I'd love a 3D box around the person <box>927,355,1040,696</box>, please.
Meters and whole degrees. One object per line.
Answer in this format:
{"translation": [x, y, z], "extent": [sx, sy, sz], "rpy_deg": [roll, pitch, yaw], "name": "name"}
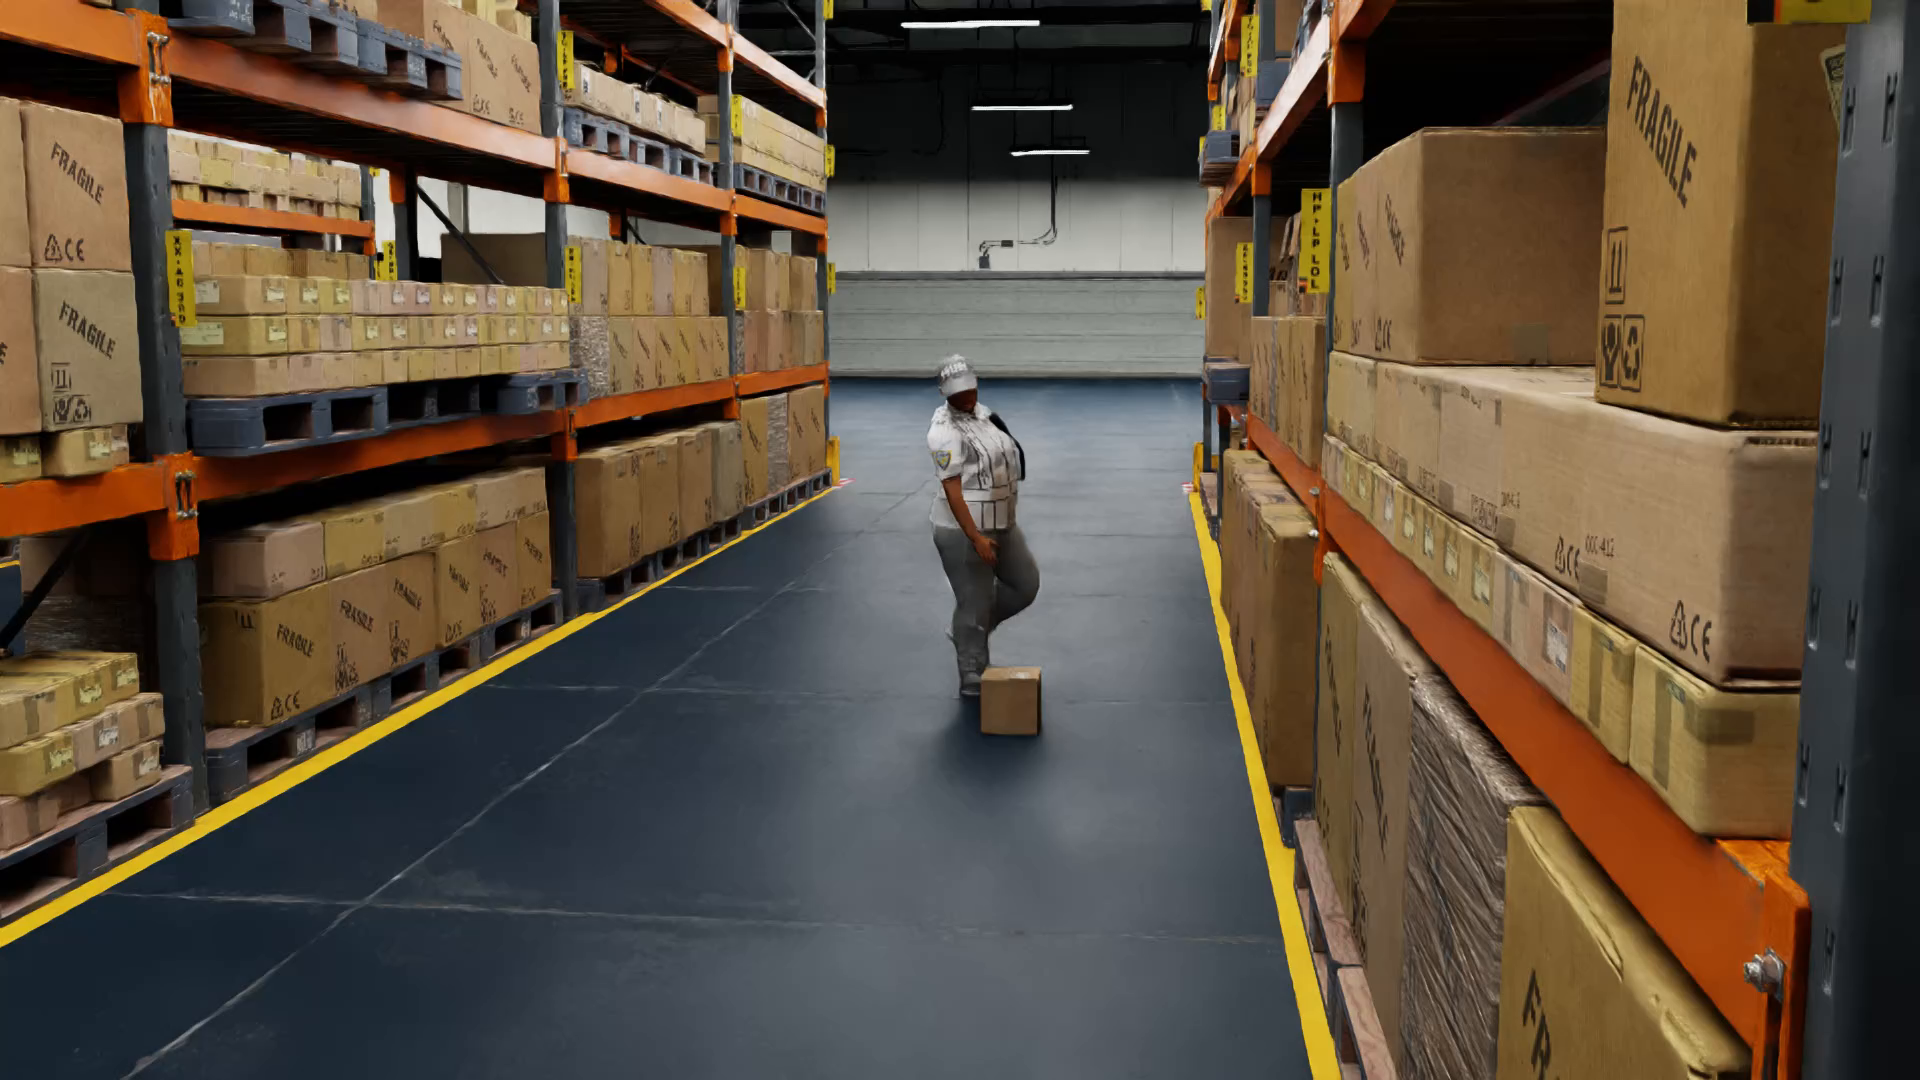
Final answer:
{"translation": [0.084, -0.054, 7.785], "extent": [0.473, 1.622, 0.639], "rpy_deg": [3, 8, 24], "name": "person"}
